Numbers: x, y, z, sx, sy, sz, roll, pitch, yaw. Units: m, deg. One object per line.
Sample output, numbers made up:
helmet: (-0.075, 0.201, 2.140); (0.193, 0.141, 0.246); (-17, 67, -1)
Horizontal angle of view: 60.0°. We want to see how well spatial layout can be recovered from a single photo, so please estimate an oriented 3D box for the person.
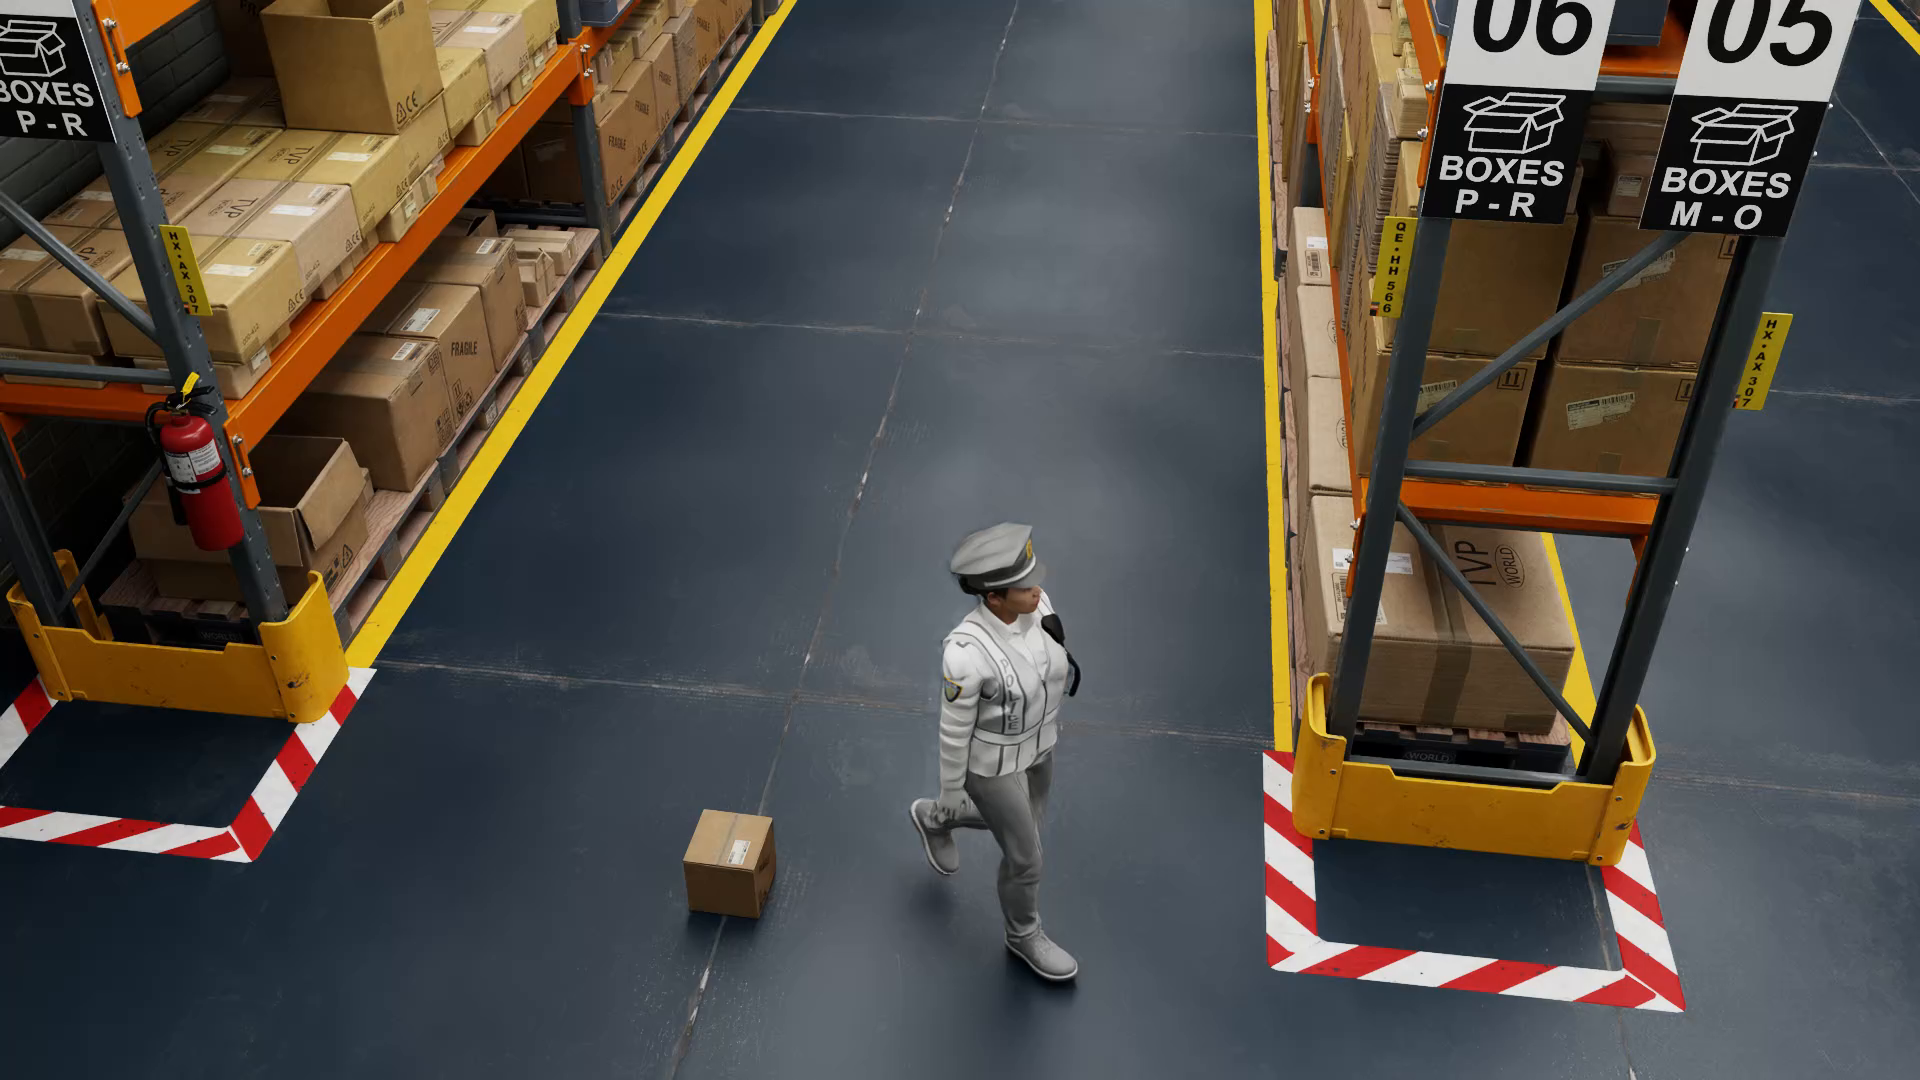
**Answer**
person: (0.152, 0.642, 5.226); (0.668, 1.667, 0.505); (23, 42, 28)
